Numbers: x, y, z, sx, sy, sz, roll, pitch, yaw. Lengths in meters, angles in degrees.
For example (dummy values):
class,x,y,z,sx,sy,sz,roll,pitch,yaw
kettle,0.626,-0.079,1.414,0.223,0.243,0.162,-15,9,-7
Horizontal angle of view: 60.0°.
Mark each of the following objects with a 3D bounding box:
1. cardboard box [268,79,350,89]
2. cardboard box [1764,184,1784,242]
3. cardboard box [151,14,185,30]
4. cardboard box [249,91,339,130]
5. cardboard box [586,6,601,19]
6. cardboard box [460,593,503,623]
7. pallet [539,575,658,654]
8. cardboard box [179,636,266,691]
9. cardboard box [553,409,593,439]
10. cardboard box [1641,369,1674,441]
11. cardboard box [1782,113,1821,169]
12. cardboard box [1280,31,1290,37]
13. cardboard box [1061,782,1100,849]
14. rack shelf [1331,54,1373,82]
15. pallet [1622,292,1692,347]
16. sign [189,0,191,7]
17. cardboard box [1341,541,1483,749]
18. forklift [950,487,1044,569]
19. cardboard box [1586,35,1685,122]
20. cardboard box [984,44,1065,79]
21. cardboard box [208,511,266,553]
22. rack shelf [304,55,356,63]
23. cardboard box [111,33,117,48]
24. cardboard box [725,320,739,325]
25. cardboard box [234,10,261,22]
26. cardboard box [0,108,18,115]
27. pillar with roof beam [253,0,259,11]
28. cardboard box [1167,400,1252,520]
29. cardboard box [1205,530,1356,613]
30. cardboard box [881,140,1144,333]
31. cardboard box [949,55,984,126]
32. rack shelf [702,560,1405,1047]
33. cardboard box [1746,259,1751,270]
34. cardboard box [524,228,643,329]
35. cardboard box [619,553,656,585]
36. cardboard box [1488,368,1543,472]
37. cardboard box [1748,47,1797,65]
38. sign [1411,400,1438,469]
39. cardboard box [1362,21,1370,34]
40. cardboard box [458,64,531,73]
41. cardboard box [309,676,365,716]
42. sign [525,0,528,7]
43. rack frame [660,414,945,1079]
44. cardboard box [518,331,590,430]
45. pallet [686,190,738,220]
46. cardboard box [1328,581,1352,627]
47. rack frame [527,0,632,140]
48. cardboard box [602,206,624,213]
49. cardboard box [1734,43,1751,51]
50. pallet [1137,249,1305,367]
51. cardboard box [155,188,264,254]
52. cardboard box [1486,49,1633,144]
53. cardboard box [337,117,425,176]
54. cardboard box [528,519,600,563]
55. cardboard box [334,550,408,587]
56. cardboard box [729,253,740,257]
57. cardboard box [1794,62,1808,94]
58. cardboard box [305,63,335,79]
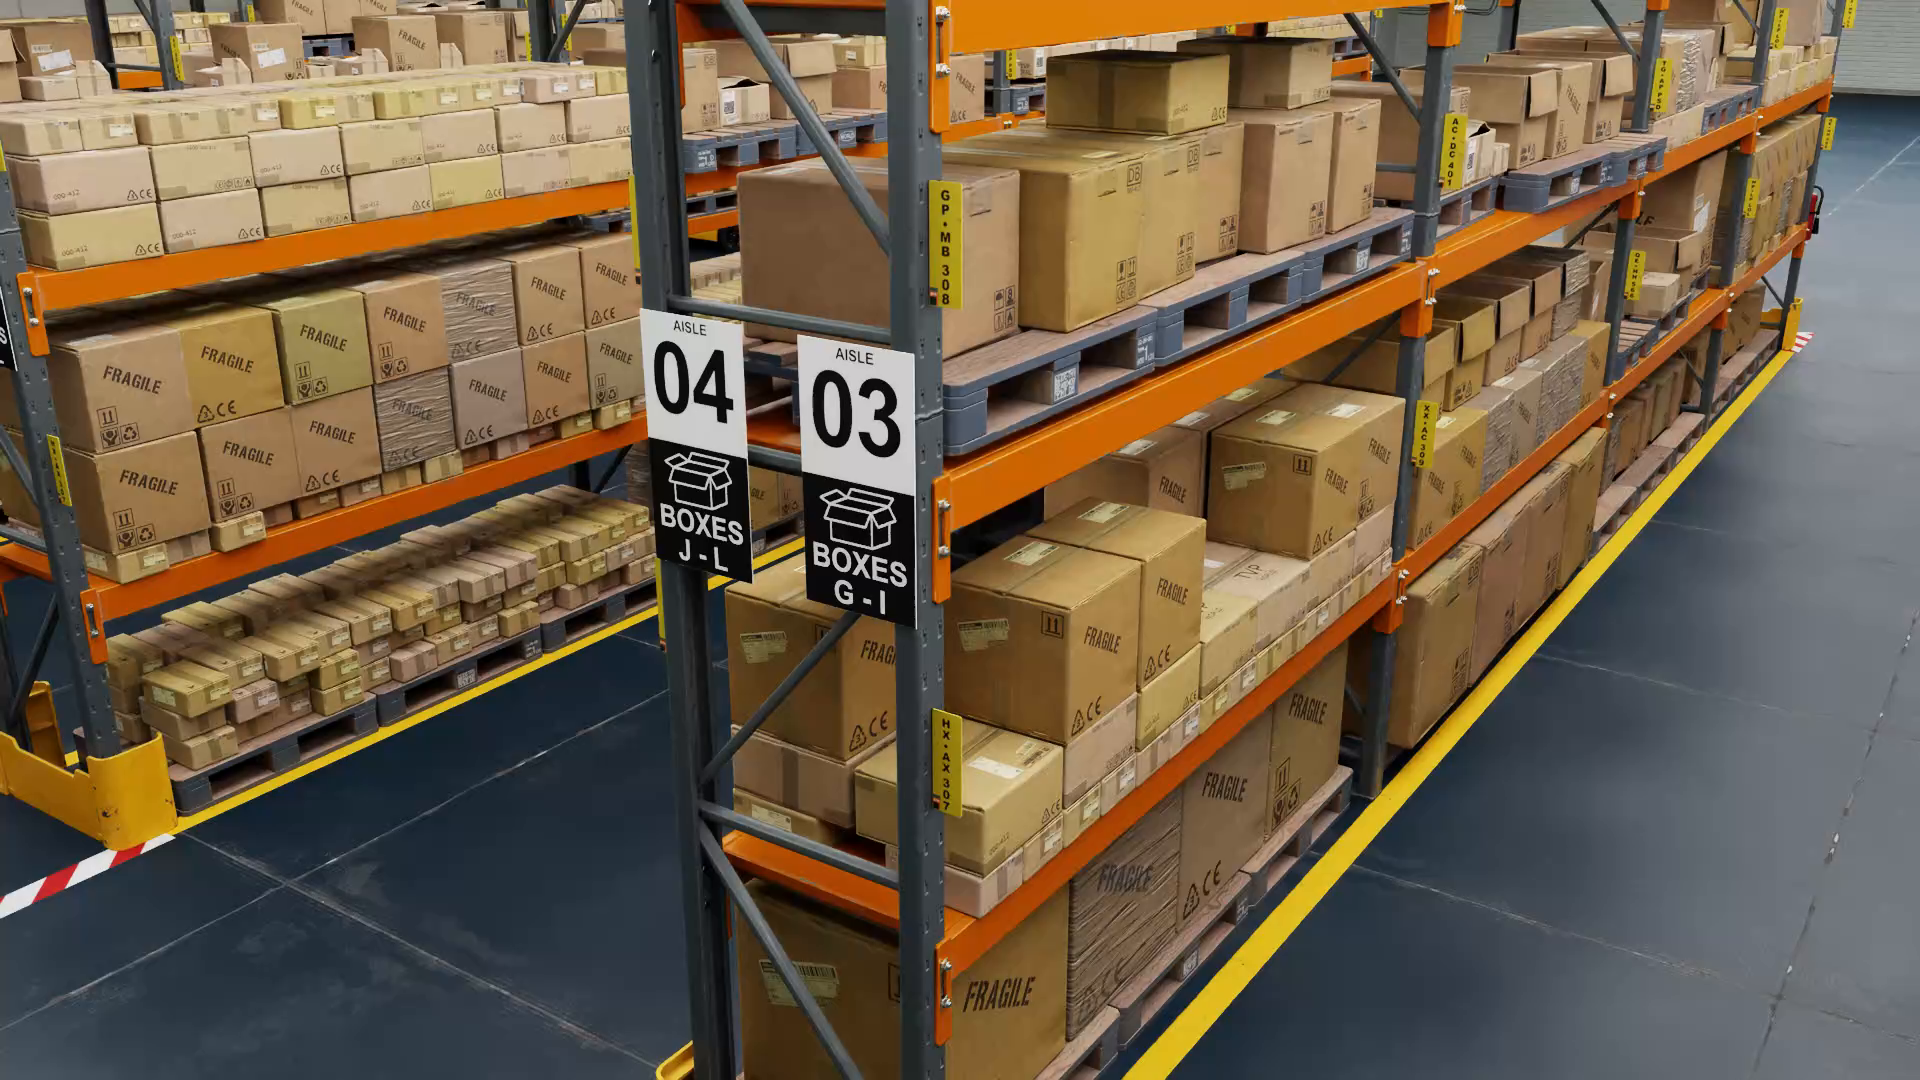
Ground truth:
class,x,y,z,sx,sy,sz,roll,pitch,yaw
cardboard box,-3.568,-2.439,9.131,0.380,0.149,0.250,12,24,30
cardboard box,7.380,-3.200,16.019,0.875,0.500,0.500,13,24,32
cardboard box,-8.590,-5.579,17.913,0.380,0.149,0.250,12,24,30
cardboard box,-3.375,-2.176,8.420,0.380,0.149,0.250,14,25,33
cardboard box,-5.115,-7.184,22.652,0.380,0.149,0.250,14,25,33
cardboard box,-2.998,0.354,10.060,0.380,0.149,0.250,12,23,29
pallet,-2.638,0.345,11.028,1.003,0.211,1.213,13,24,32
cardboard box,-3.907,0.660,8.804,0.380,0.149,0.250,14,24,33
cardboard box,-2.511,-0.757,10.349,0.380,0.149,0.250,14,25,34
cardboard box,5.607,-1.190,14.128,0.700,0.500,0.500,13,24,31
cardboard box,8.397,-4.058,16.899,0.500,0.500,0.500,13,24,32
cardboard box,3.264,-5.321,17.615,0.380,0.149,0.250,13,24,31
cardboard box,0.267,0.915,5.831,0.380,0.149,0.250,13,24,31
rack shelf,3.332,-5.101,18.445,1.077,0.370,4.000,13,24,32
pallet,5.084,-1.800,13.083,1.003,0.211,1.213,13,24,32
sign,-8.753,-6.010,19.007,0.100,0.325,0.005,13,24,32
cardboard box,2.099,0.446,9.193,1.225,0.875,0.875,13,24,32
forklift,0.664,-1.143,11.130,1.130,2.935,3.031,-19,28,-41
cardboard box,4.482,-3.087,11.097,0.500,0.500,0.500,14,24,32
cardboard box,0.548,-4.084,14.037,0.500,0.311,0.500,13,24,32
cardboard box,-3.780,-0.074,8.503,0.380,0.149,0.250,12,24,30
rack shelf,-7.174,-5.857,20.488,1.077,0.370,4.000,13,24,32
cardboard box,-9.044,-5.224,17.382,0.380,0.149,0.250,14,25,33
cardboard box,-1.687,-1.404,11.066,0.380,0.149,0.250,14,24,33
cardboard box,-8.103,-6.052,19.444,0.500,0.250,0.500,13,24,32
cardboard box,-4.594,-1.925,7.743,0.380,0.149,0.250,13,24,31
pillar with roof beam,-4.751,-6.737,17.508,9.100,9.000,0.400,13,24,32
cardboard box,0.992,-0.360,7.620,0.500,0.500,0.500,13,24,32
cardboard box,1.436,0.092,7.481,0.500,0.250,0.500,14,25,33
cardboard box,0.171,-1.014,5.464,0.700,0.500,0.500,12,24,30
cardboard box,-0.152,-3.550,13.072,0.500,0.500,0.500,13,24,32
rack shelf,0.632,0.745,6.964,1.077,0.370,4.000,13,24,32
cardboard box,7.024,-2.566,15.242,0.380,0.149,0.250,13,24,32
cardboard box,-2.330,-1.630,10.334,0.500,0.500,0.500,12,24,30
cardboard box,-2.228,0.157,11.021,0.380,0.149,0.250,14,24,32
cardboard box,3.071,-0.733,9.780,0.500,0.500,0.500,14,24,33
cardboard box,7.393,-4.400,15.153,0.380,0.149,0.250,13,24,31
sign,2.216,-0.501,7.935,0.100,0.325,0.005,13,24,32
cardboard box,4.550,-5.977,19.388,0.380,0.149,0.250,13,24,32
cardboard box,-2.834,-2.812,10.142,0.380,0.149,0.250,12,24,30
cardboard box,-3.531,0.822,9.223,0.380,0.149,0.250,14,24,32
sign,-5.596,-7.055,21.491,0.100,0.325,0.005,13,24,32
rack frame,-0.493,0.982,5.287,1.000,3.000,0.127,13,24,32
cardboard box,-2.620,-1.006,10.088,0.500,0.500,0.500,13,24,30
pallet,-3.112,-3.732,18.308,1.003,0.211,1.213,13,24,32
cardboard box,1.567,0.251,7.626,0.380,0.149,0.250,13,24,31
rack frame,-2.289,-3.976,10.043,1.000,3.000,0.127,13,24,32
cardboard box,-3.668,-3.457,17.044,0.380,0.149,0.250,12,23,29
cardboard box,7.295,-4.651,15.834,0.380,0.149,0.250,13,24,31
pallet,0.601,-0.950,6.314,1.003,0.211,1.213,13,24,32
cardboard box,-3.774,-1.580,8.106,0.500,0.250,0.500,14,25,34
cardboard box,3.721,-2.777,10.370,0.797,0.503,0.637,15,25,35
cardboard box,-3.207,-2.099,8.787,0.500,0.250,0.500,12,24,30
cardboard box,-2.519,0.005,10.573,0.380,0.149,0.250,13,24,31
cardboard box,-3.554,0.201,10.045,0.380,0.149,0.250,13,24,32
cardboard box,-1.492,-2.048,12.376,0.380,0.149,0.250,12,23,29
cardboard box,7.589,-4.323,15.521,0.500,0.250,0.500,13,24,31
cardboard box,-5.439,-3.888,13.859,0.380,0.166,0.250,11,23,28
